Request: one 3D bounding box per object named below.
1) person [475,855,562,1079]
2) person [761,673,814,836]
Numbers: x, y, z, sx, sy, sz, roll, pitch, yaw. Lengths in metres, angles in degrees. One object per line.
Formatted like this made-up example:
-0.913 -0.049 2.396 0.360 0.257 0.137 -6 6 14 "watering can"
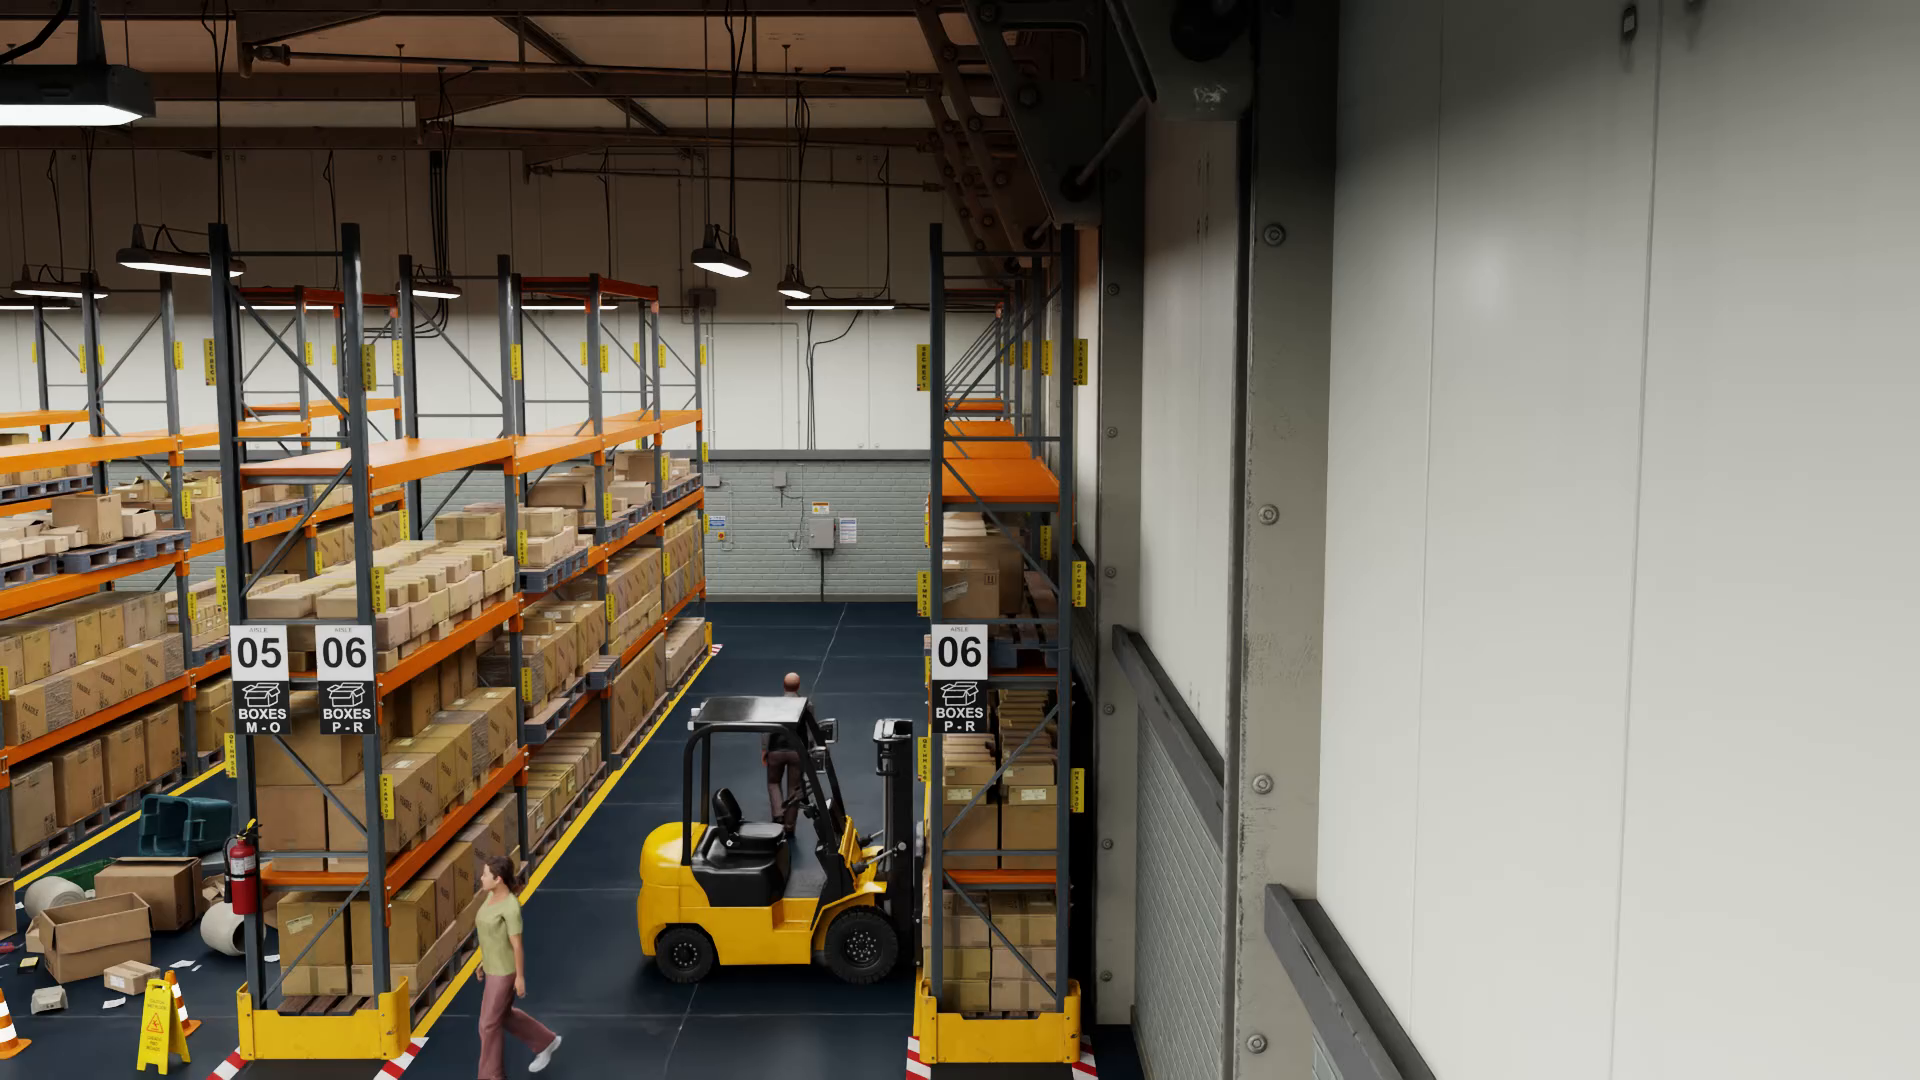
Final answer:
-3.142 2.992 11.585 0.770 1.657 0.443 -4 8 -30 "person"
-1.811 2.260 17.565 0.564 1.715 0.457 0 7 -4 "person"
